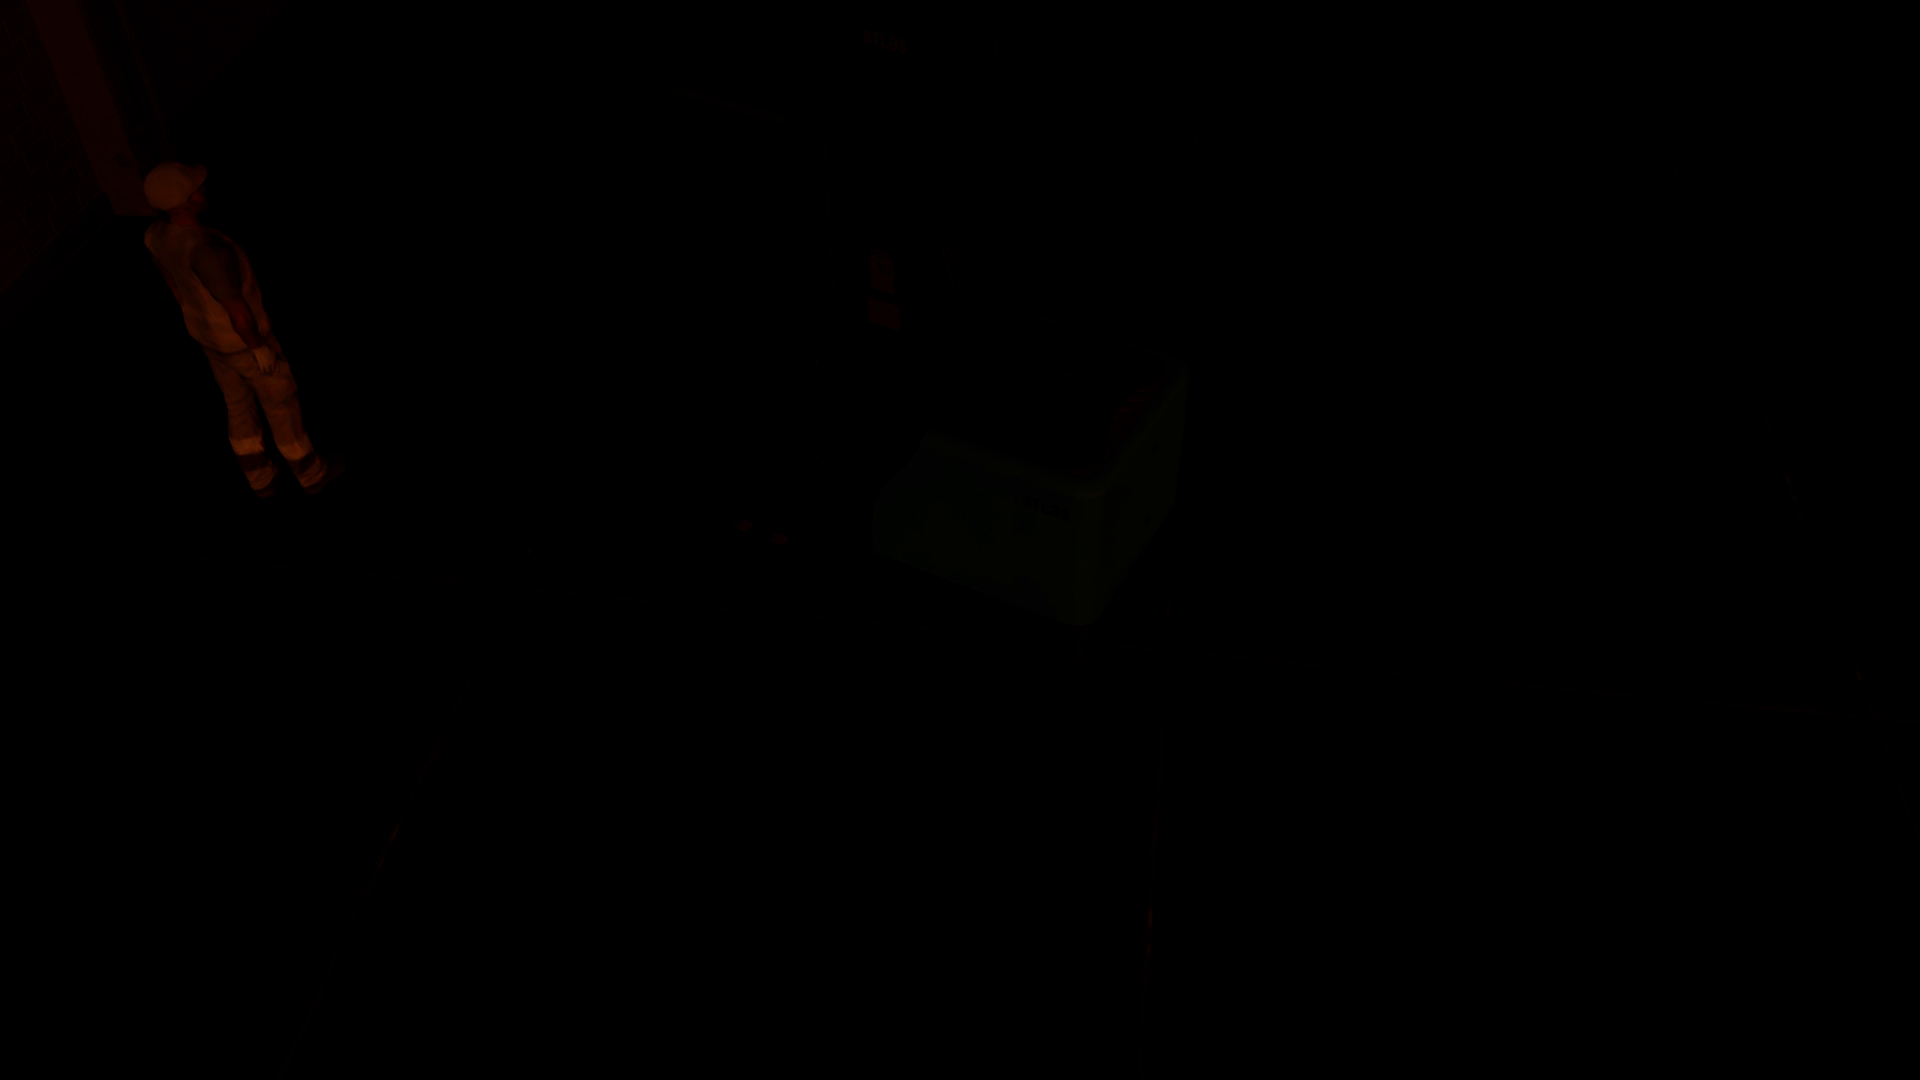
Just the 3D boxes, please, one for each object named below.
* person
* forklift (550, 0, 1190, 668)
[{"bbox_3d":[-3.280,-0.970,7.629,0.537,1.794,0.459,26,48,25],"label":"person"},{"bbox_3d":[-0.542,-1.247,7.082,3.031,2.935,1.130,20,46,20],"label":"forklift"}]
